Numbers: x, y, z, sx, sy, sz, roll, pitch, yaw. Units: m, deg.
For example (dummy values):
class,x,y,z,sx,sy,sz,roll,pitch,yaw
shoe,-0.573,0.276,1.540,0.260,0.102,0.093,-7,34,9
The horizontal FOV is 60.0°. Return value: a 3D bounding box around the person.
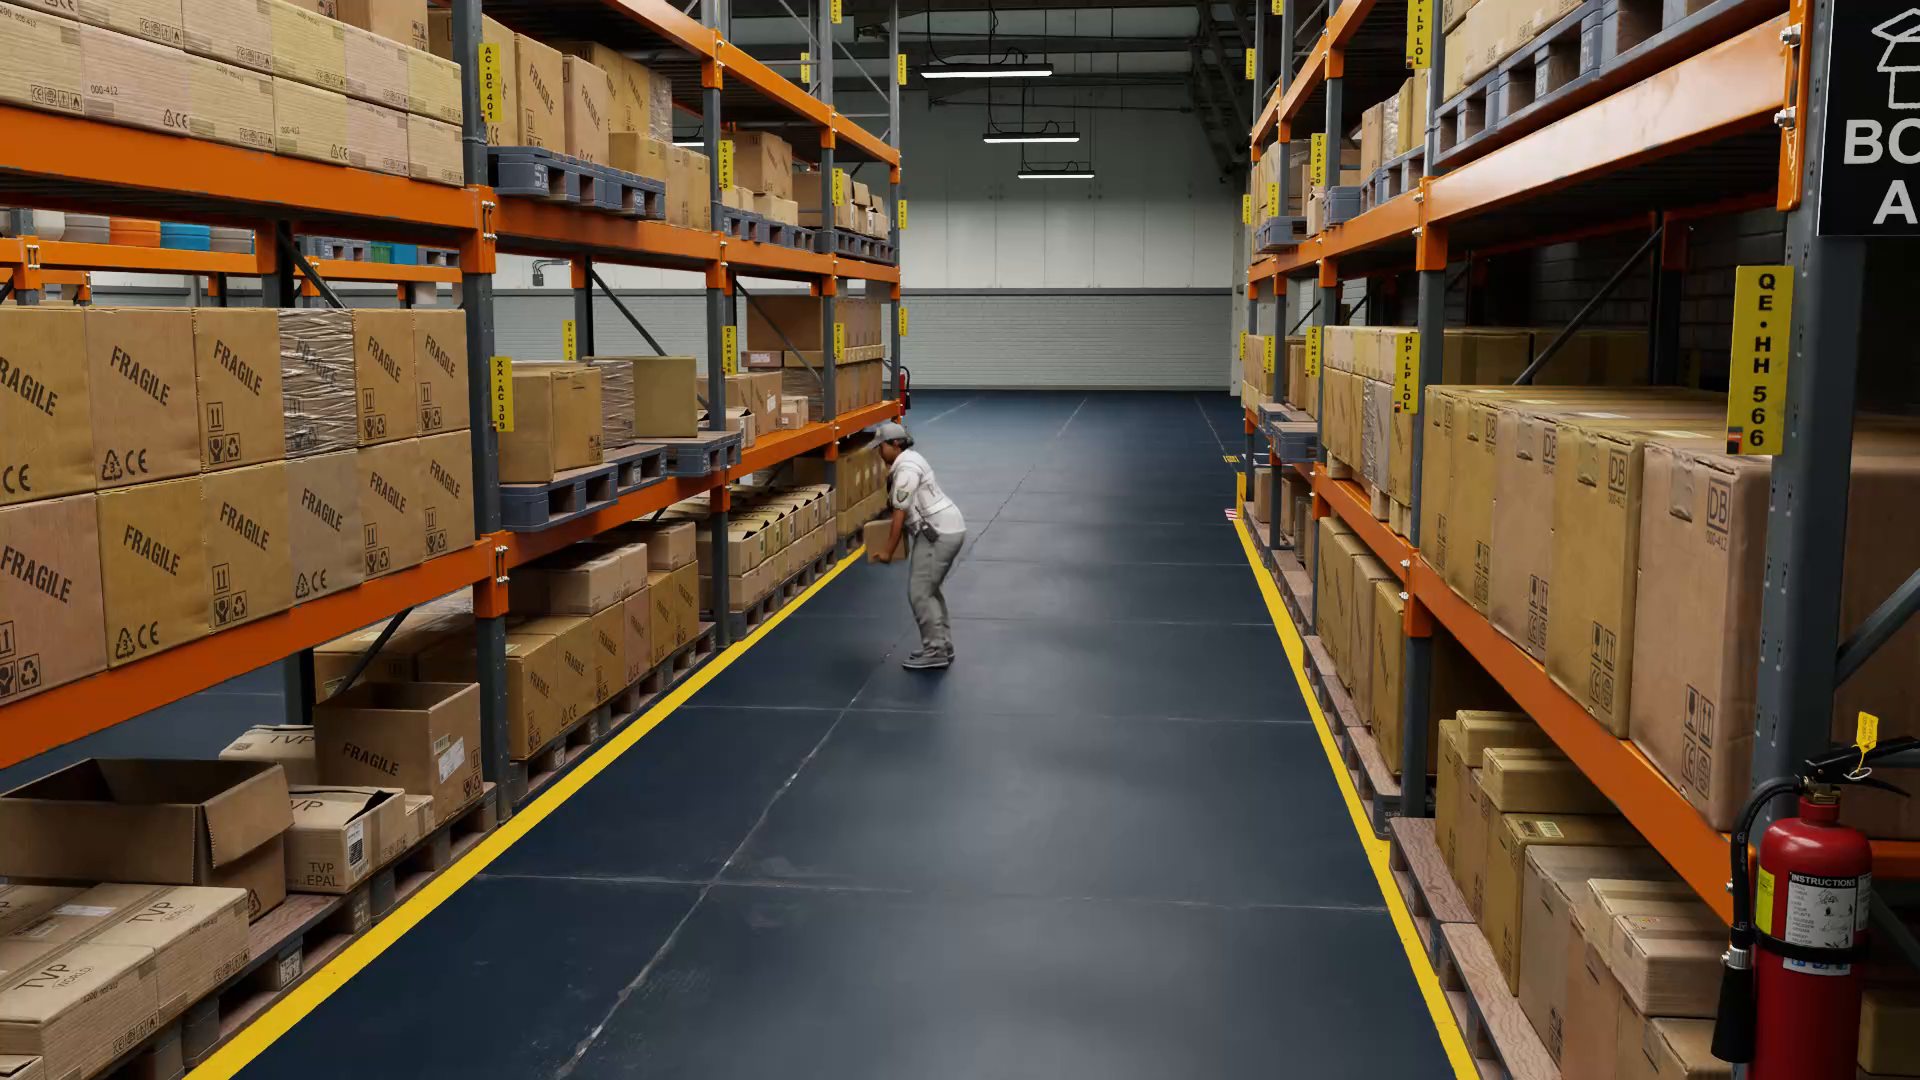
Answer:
class,x,y,z,sx,sy,sz,roll,pitch,yaw
person,-0.289,0.029,10.875,0.654,1.594,0.452,1,8,5
